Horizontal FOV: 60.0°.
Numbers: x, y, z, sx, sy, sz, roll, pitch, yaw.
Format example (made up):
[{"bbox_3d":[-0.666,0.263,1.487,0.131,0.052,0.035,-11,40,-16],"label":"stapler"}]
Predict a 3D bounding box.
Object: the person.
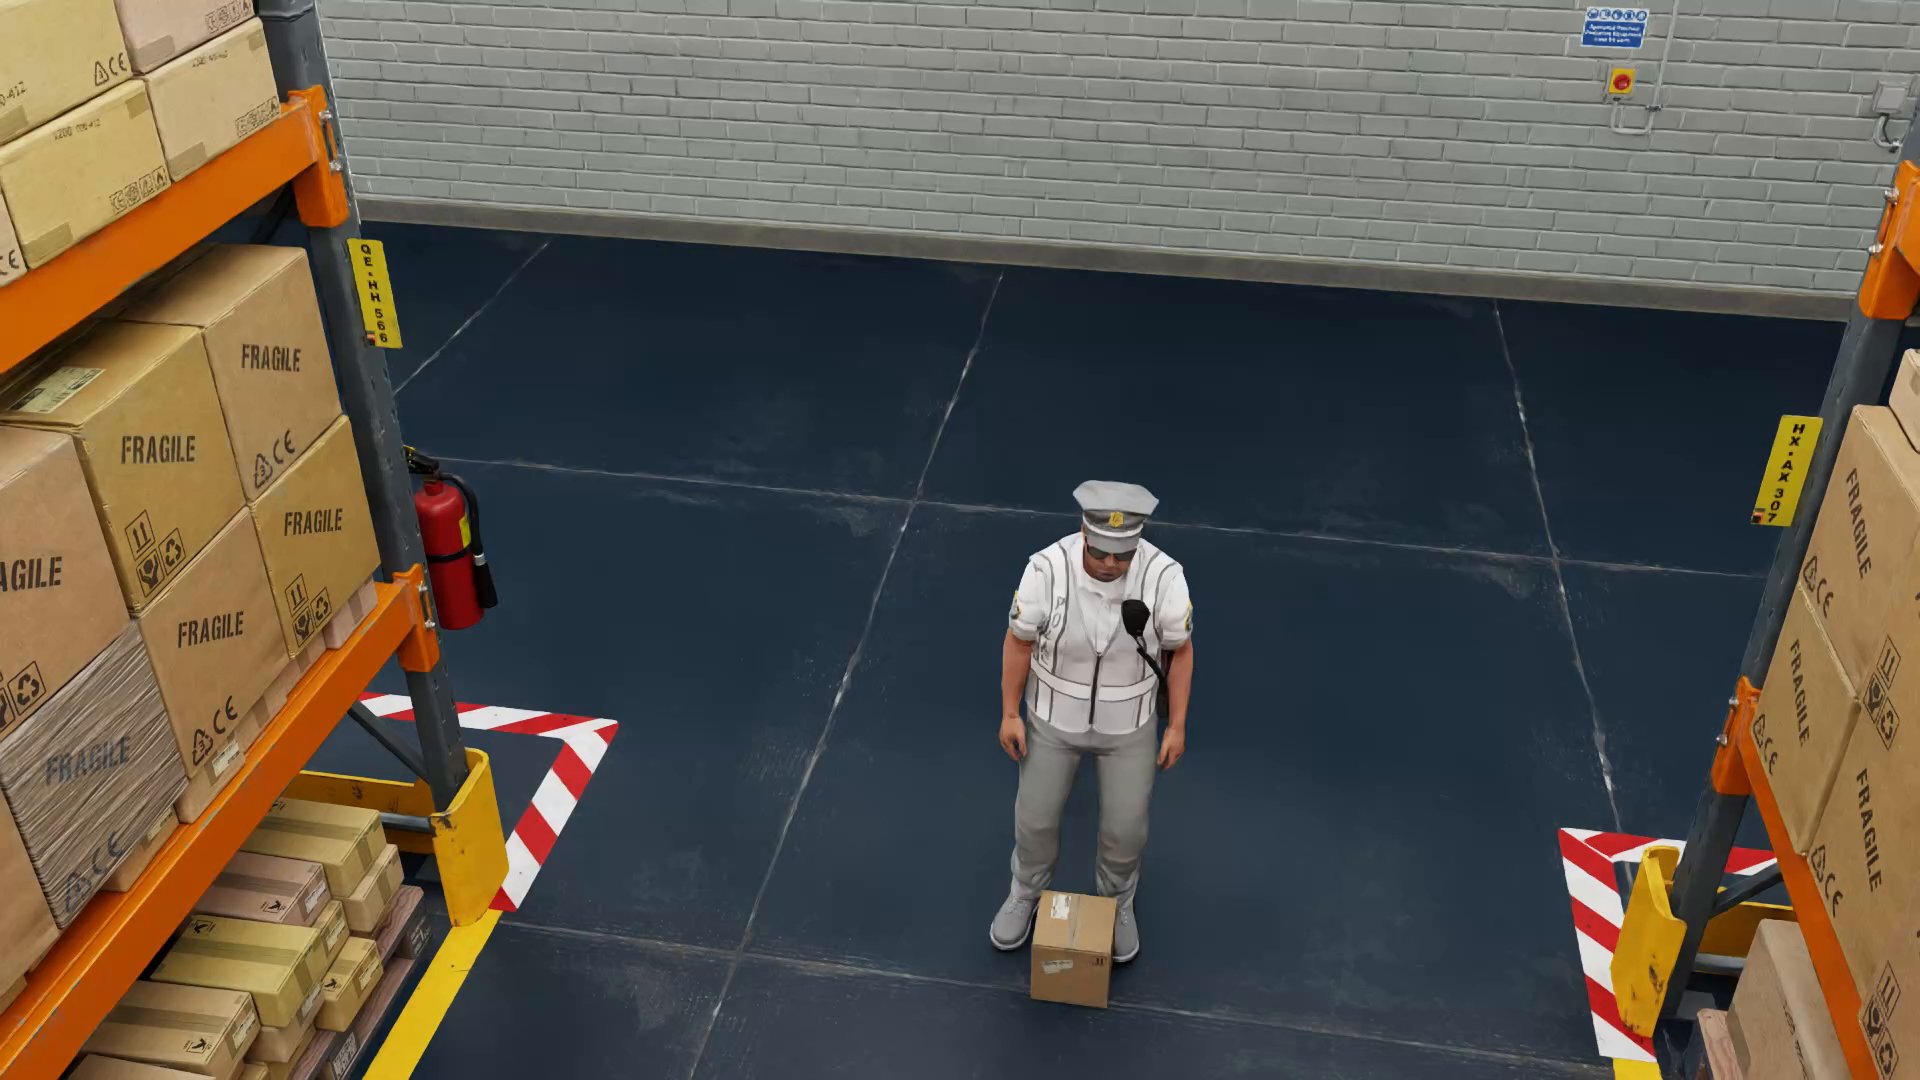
[{"bbox_3d":[0.417,0.552,5.252,0.606,1.749,0.436,3,32,5],"label":"person"}]
